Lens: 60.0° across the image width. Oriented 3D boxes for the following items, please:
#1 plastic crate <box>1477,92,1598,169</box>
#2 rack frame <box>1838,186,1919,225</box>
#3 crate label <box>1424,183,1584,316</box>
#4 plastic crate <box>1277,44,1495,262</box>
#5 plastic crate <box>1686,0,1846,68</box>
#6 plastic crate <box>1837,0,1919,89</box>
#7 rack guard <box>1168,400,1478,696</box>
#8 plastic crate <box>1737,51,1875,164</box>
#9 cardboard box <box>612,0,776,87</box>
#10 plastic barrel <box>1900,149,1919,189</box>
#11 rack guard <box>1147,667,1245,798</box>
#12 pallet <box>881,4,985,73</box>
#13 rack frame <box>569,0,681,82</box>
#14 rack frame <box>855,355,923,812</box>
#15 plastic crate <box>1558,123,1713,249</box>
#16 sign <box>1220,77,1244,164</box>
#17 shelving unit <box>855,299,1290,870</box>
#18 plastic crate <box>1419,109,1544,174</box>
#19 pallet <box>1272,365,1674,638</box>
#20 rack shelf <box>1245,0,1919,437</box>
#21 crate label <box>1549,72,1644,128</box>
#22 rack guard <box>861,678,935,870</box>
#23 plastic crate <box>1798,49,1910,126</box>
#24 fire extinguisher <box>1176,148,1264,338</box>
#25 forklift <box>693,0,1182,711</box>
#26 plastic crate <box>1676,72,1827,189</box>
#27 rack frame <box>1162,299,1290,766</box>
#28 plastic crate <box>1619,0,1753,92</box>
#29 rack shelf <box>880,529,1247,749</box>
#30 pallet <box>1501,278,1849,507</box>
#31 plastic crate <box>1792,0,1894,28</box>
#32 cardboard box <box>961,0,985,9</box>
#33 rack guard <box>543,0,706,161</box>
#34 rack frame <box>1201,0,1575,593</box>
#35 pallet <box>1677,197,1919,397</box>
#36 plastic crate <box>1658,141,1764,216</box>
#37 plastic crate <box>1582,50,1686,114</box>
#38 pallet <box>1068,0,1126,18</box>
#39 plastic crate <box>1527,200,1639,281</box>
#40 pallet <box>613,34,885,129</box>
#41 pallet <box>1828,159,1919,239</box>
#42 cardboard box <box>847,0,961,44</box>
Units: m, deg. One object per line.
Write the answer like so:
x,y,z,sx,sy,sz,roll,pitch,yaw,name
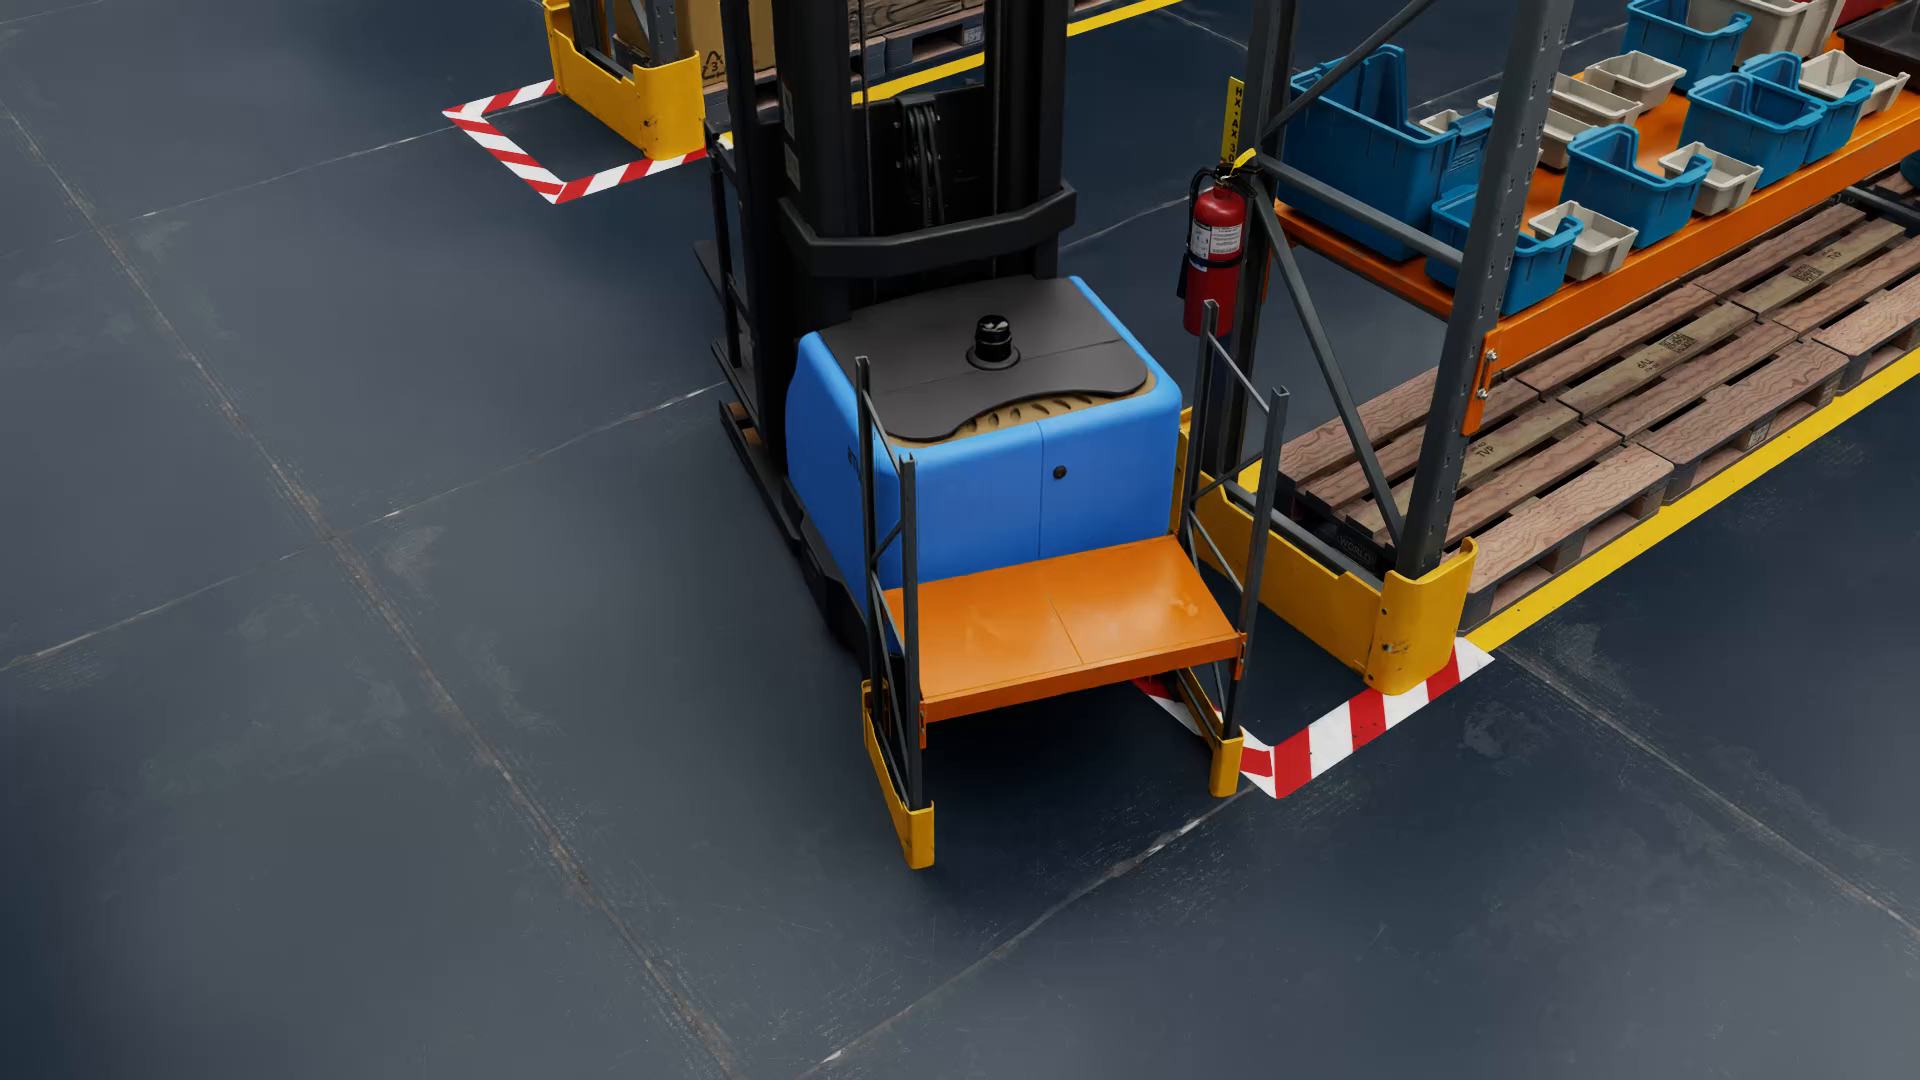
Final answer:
2.014,-1.425,5.783,0.243,0.136,0.396,-26,46,-28,plastic crate
4.411,-2.539,6.980,0.127,3.000,1.000,-26,46,-28,rack frame
1.635,-0.881,5.044,0.303,0.233,0.416,-26,46,-28,crate label
1.391,-1.253,5.337,0.499,0.435,0.616,-26,46,-28,plastic crate
3.088,-2.019,6.392,0.530,0.282,0.437,-26,46,-28,plastic crate
3.687,-1.888,6.356,0.590,0.125,0.437,-26,46,-28,plastic crate
1.228,-0.011,5.869,0.348,0.500,1.175,-26,46,-28,rack guard
2.917,-1.506,5.806,0.300,0.233,0.416,-26,46,-28,plastic crate
-1.320,-3.112,9.023,0.875,0.875,0.875,-26,46,-28,cardboard box
4.852,-2.092,7.758,0.708,0.901,0.600,-26,46,-28,plastic barrel
0.758,0.536,5.399,0.087,0.250,0.587,-11,41,-13,rack guard
-0.226,-3.223,10.012,1.213,0.211,1.003,-26,46,-28,pallet
-1.779,-3.484,8.132,0.127,3.000,1.000,-26,46,-28,rack frame
-0.197,0.236,4.780,0.032,1.500,0.500,-11,41,-13,rack frame
2.157,-1.136,5.354,0.300,0.233,0.416,-26,46,-28,plastic crate
0.891,-1.327,5.373,0.005,0.325,0.100,-26,46,-28,sign
0.281,0.144,4.892,1.083,1.500,0.587,-11,41,-13,shelving unit
1.775,-1.320,5.655,0.243,0.136,0.396,-26,46,-28,plastic crate
1.917,-0.214,6.345,1.213,0.211,1.003,-26,46,-28,pallet
2.825,-1.488,6.266,4.000,0.370,1.077,-26,46,-28,rack shelf
2.220,-1.545,5.929,0.243,0.136,0.396,-26,46,-28,crate label
-0.196,0.719,5.177,0.087,0.250,0.587,-11,41,-13,rack guard
3.213,-1.636,6.040,0.466,0.136,0.293,-26,46,-28,plastic crate
0.843,-0.989,5.446,0.183,0.674,0.296,-26,46,-28,fire extinguisher
-0.322,-1.509,5.779,1.130,2.935,3.031,-15,42,-17,forklift
2.679,-1.390,5.664,0.300,0.233,0.416,-26,46,-28,plastic crate
0.777,0.050,5.007,0.032,1.500,0.500,-11,41,-13,rack frame
2.711,-1.874,6.254,0.300,0.233,0.416,-26,46,-28,plastic crate
0.290,0.282,5.008,1.000,0.185,0.538,-11,41,-13,rack shelf
2.883,-0.683,6.916,1.213,0.211,1.003,-26,46,-28,pallet
3.550,-2.368,6.674,0.583,0.464,0.402,-26,46,-28,plastic crate
0.107,-3.808,9.871,0.875,0.875,0.875,-26,46,-28,cardboard box
-1.798,-2.508,8.913,0.348,0.500,1.175,-26,46,-28,rack guard
1.239,-0.993,5.095,0.127,3.000,1.000,-26,46,-28,rack frame
3.851,-1.157,7.494,1.213,0.211,1.003,-26,46,-28,pallet
2.478,-1.189,5.495,0.298,0.136,0.250,-26,46,-28,plastic crate
2.443,-1.669,6.080,0.250,0.136,0.298,-26,46,-28,plastic crate
0.742,-3.697,10.590,1.213,0.211,1.003,-26,46,-28,pallet
1.940,-0.926,5.175,0.298,0.136,0.250,-26,46,-28,plastic crate
-1.193,-2.754,9.441,1.213,0.211,1.003,-26,46,-28,pallet
5.048,-1.738,8.202,1.213,0.211,1.003,-26,46,-28,pallet
-0.599,-3.464,9.452,0.875,0.875,0.875,-26,46,-28,cardboard box
